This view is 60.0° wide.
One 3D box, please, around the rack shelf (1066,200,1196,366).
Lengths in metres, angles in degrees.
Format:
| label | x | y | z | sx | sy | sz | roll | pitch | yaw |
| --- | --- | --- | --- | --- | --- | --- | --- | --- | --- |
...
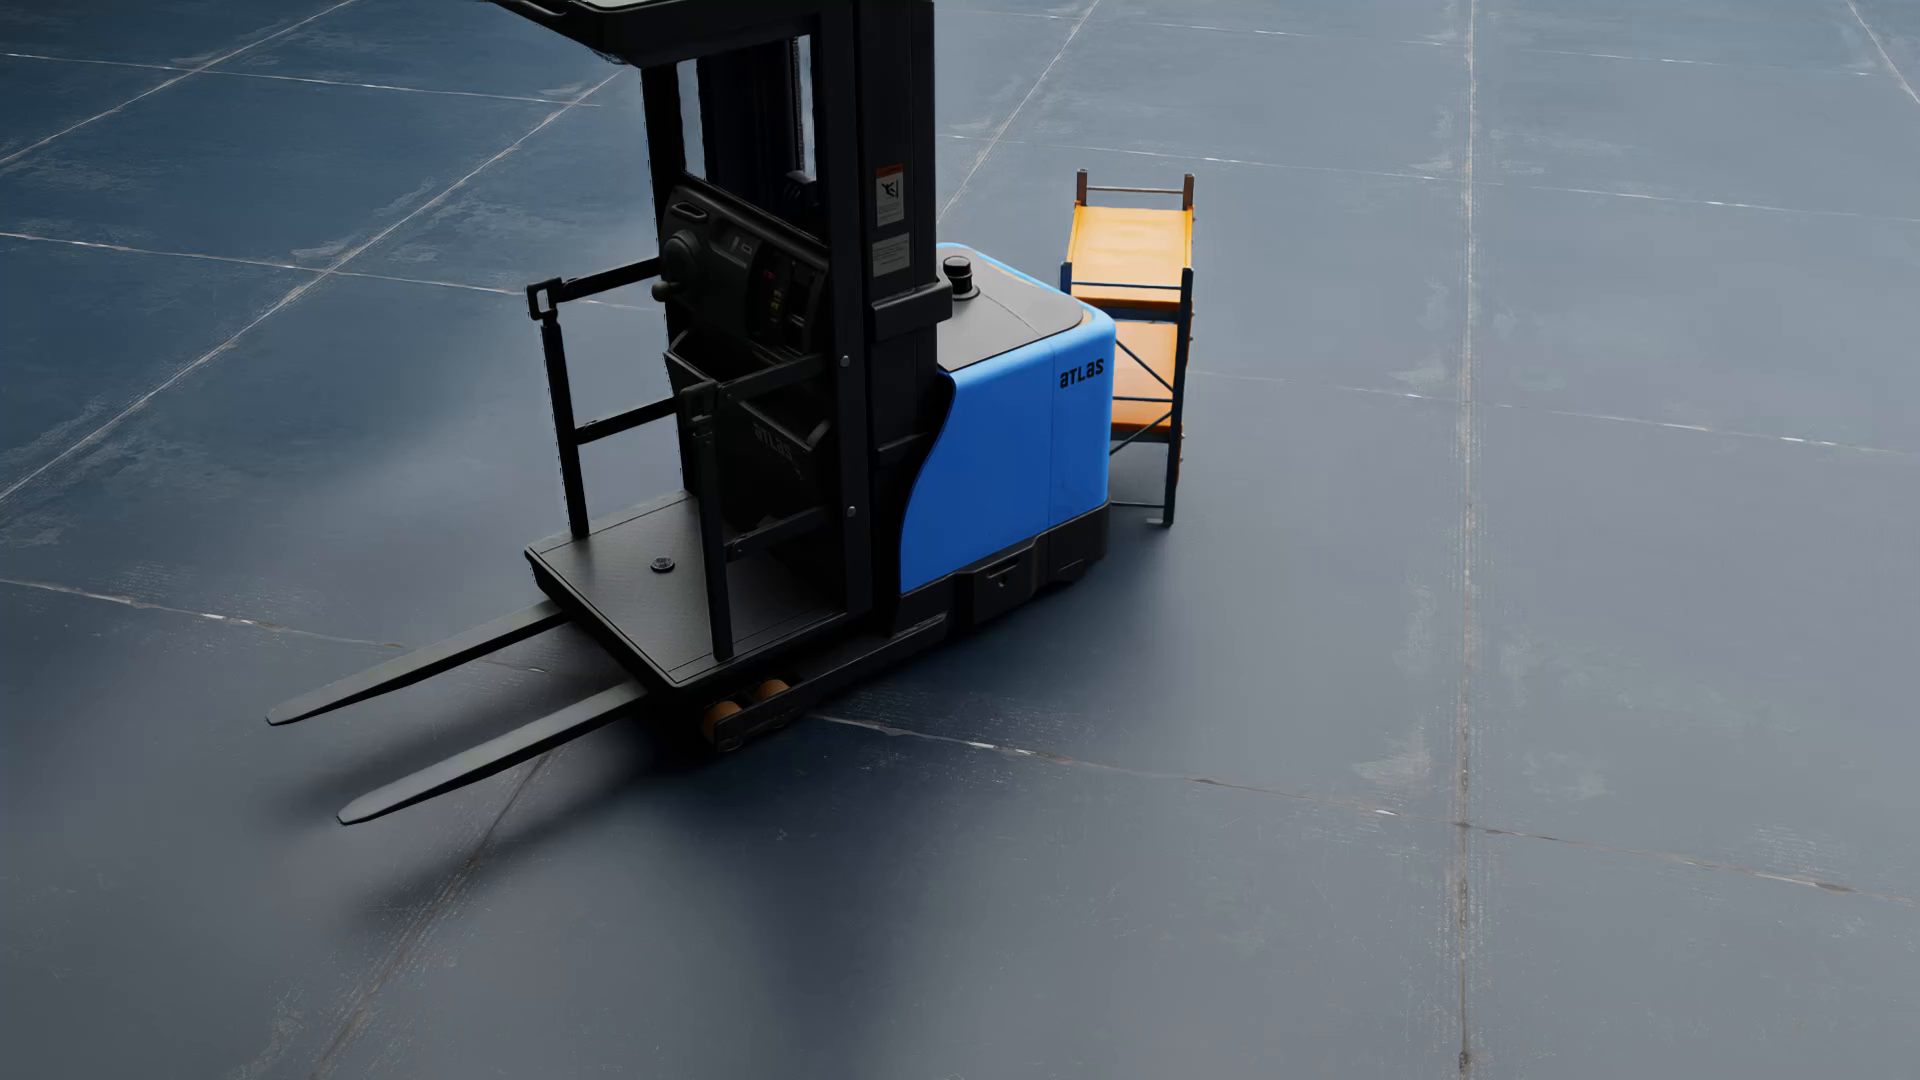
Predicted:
| label | x | y | z | sx | sy | sz | roll | pitch | yaw |
| --- | --- | --- | --- | --- | --- | --- | --- | --- | --- |
| rack shelf | 0.693 | -1.077 | 6.850 | 0.538 | 0.278 | 1.000 | 4 | 33 | 6 |

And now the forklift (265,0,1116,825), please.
| label | x | y | z | sx | sy | sz | roll | pitch | yaw |
| --- | --- | --- | --- | --- | --- | --- | --- | --- | --- |
| forklift | -0.881 | -0.843 | 5.344 | 3.031 | 2.935 | 1.130 | -23 | 39 | -32 |

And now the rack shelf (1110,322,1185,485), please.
| label | x | y | z | sx | sy | sz | roll | pitch | yaw |
| --- | --- | --- | --- | --- | --- | --- | --- | --- | --- |
| rack shelf | 0.693 | -0.624 | 7.138 | 0.538 | 0.278 | 1.000 | 4 | 33 | 6 |

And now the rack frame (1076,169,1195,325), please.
| label | x | y | z | sx | sy | sz | roll | pitch | yaw |
| --- | --- | --- | --- | --- | --- | --- | --- | --- | --- |
| rack frame | 0.754 | -1.101 | 7.433 | 0.500 | 1.125 | 0.032 | 4 | 33 | 6 |

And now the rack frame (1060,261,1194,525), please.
| label | x | y | z | sx | sy | sz | roll | pitch | yaw |
| --- | --- | --- | --- | --- | --- | --- | --- | --- | --- |
| rack frame | 0.631 | -0.559 | 6.581 | 0.500 | 1.125 | 0.032 | 4 | 33 | 6 |

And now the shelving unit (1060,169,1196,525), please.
| label | x | y | z | sx | sy | sz | roll | pitch | yaw |
| --- | --- | --- | --- | --- | --- | --- | --- | --- | --- |
| shelving unit | 0.693 | -0.830 | 7.007 | 0.538 | 1.125 | 1.048 | 4 | 33 | 6 |
